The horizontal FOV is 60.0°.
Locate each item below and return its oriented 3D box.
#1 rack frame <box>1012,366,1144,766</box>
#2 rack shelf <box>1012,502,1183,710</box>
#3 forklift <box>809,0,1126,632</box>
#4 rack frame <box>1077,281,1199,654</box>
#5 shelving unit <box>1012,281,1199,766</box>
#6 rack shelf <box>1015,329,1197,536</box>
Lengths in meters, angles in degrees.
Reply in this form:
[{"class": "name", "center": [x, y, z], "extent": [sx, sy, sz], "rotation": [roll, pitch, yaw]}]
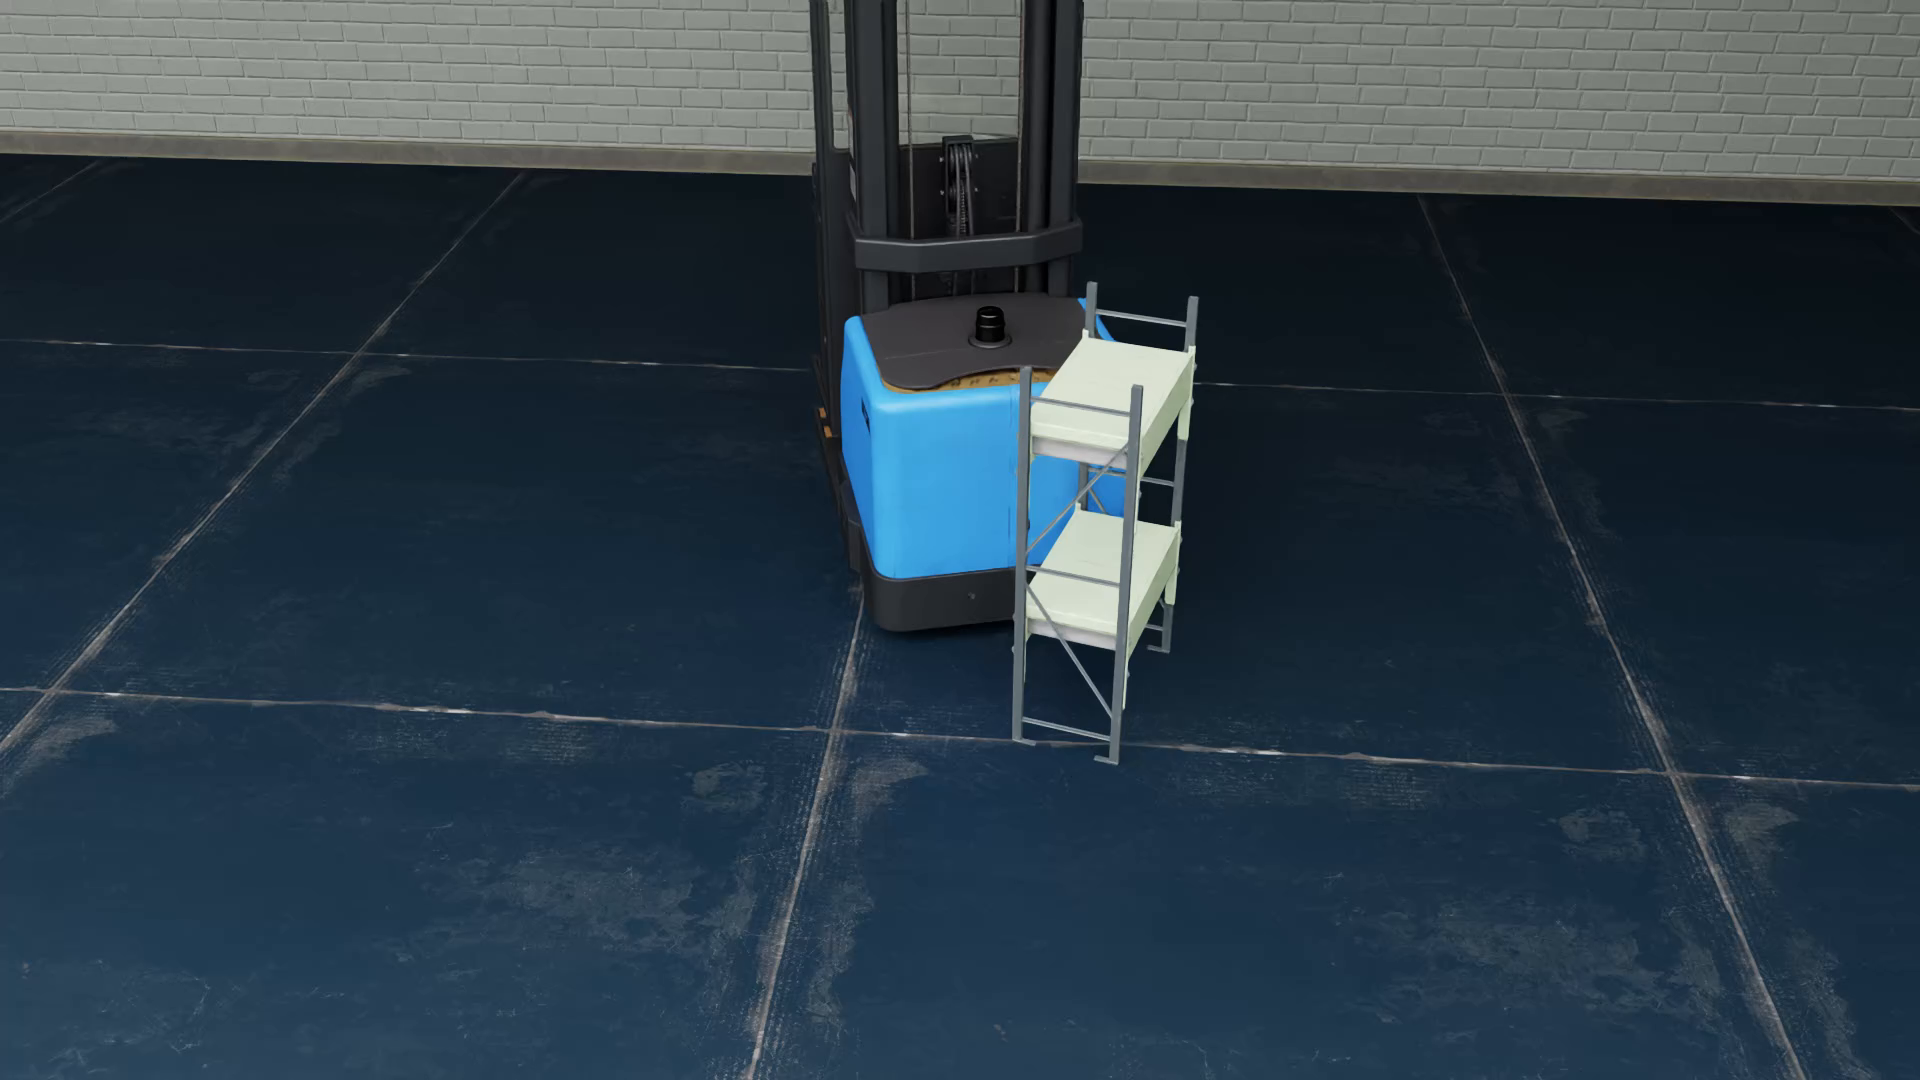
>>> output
[{"class": "rack frame", "center": [0.380, 0.126, 5.615], "extent": [0.400, 1.500, 0.023], "rotation": [11, 33, 17]}, {"class": "rack shelf", "center": [0.509, 0.224, 6.078], "extent": [0.431, 0.370, 0.720], "rotation": [11, 33, 17]}, {"class": "forklift", "center": [-0.097, -1.648, 7.131], "extent": [1.130, 2.935, 3.031], "rotation": [-6, 32, -9]}, {"class": "rack frame", "center": [0.638, -0.233, 6.199], "extent": [0.400, 1.500, 0.023], "rotation": [11, 33, 17]}, {"class": "shelving unit", "center": [0.509, -0.053, 5.907], "extent": [0.431, 1.500, 0.755], "rotation": [11, 33, 17]}, {"class": "rack shelf", "center": [0.509, -0.386, 5.702], "extent": [0.431, 0.370, 0.720], "rotation": [11, 33, 17]}]
